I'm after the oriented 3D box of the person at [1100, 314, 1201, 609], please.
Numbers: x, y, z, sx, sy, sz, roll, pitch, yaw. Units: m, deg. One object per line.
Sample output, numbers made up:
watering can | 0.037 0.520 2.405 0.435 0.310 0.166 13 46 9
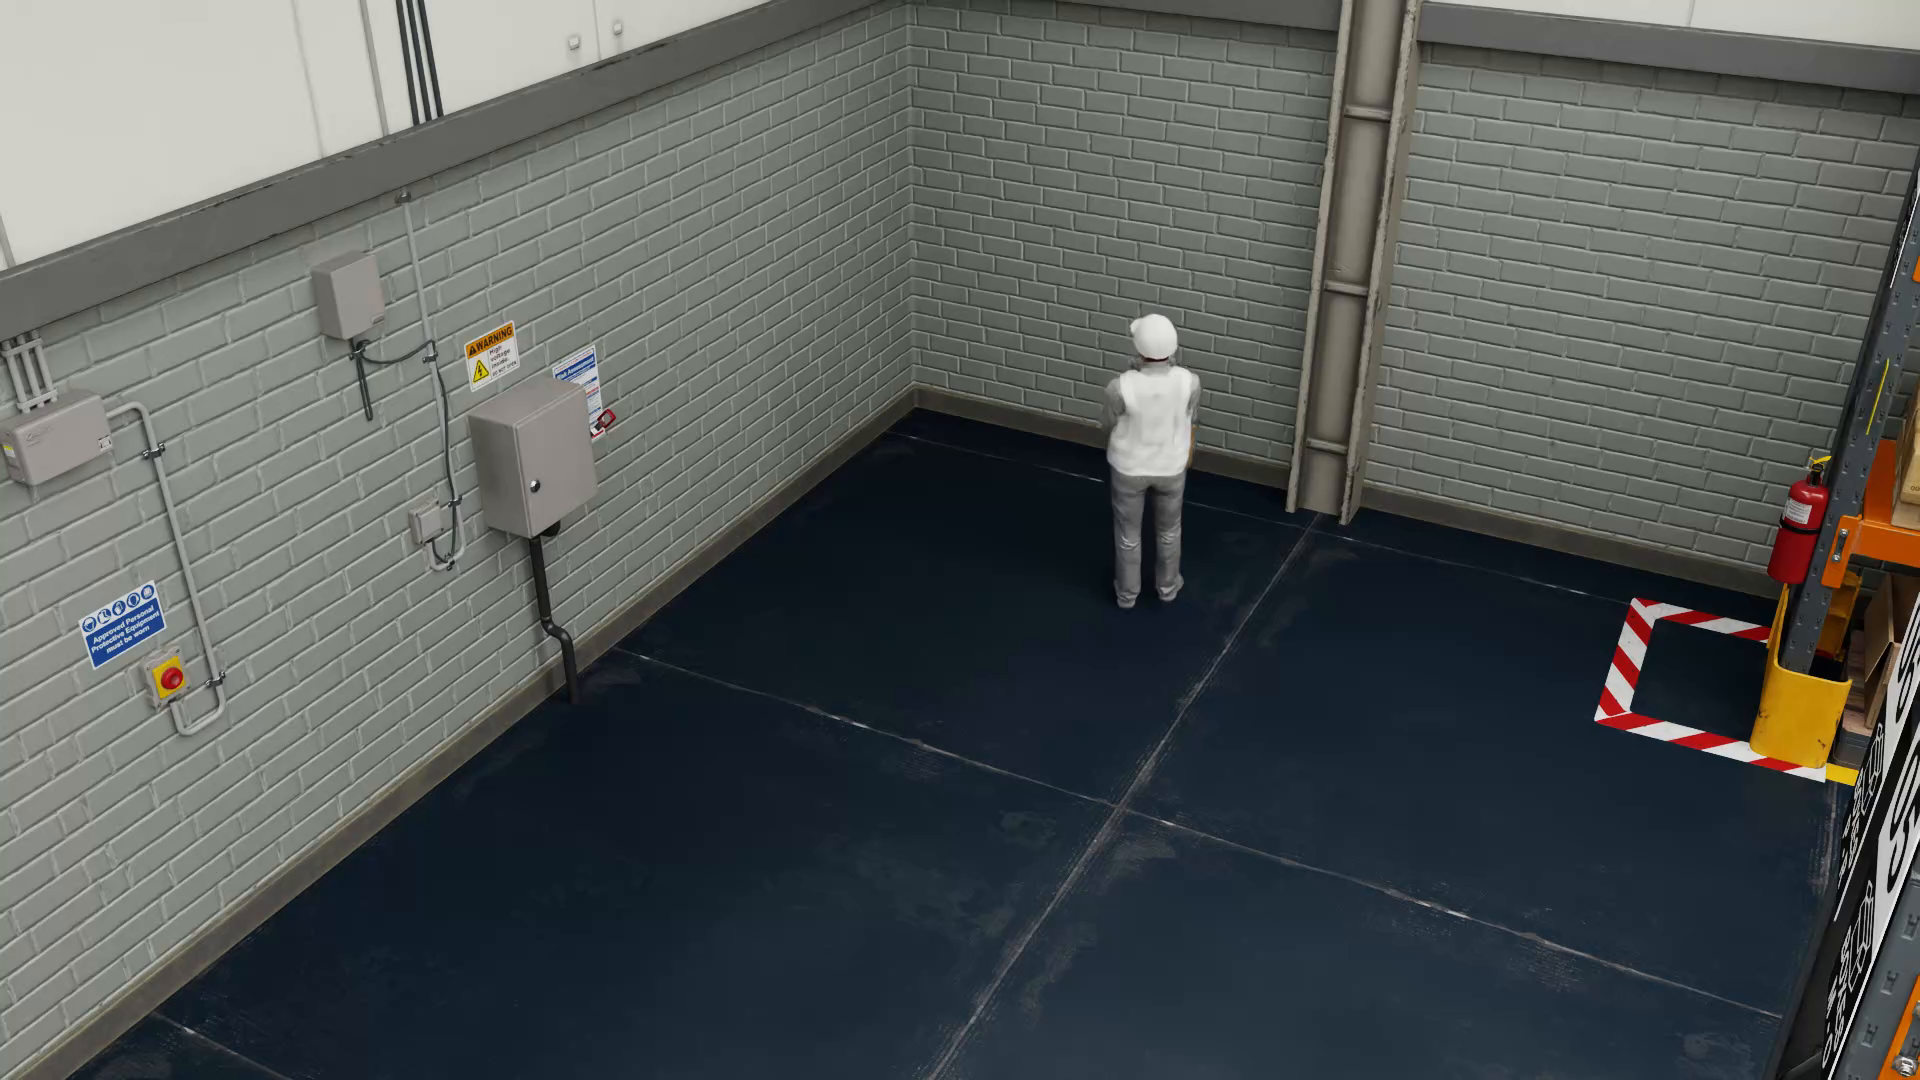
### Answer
person | 1.022 -0.439 9.020 0.566 1.780 0.504 -3 30 -6
